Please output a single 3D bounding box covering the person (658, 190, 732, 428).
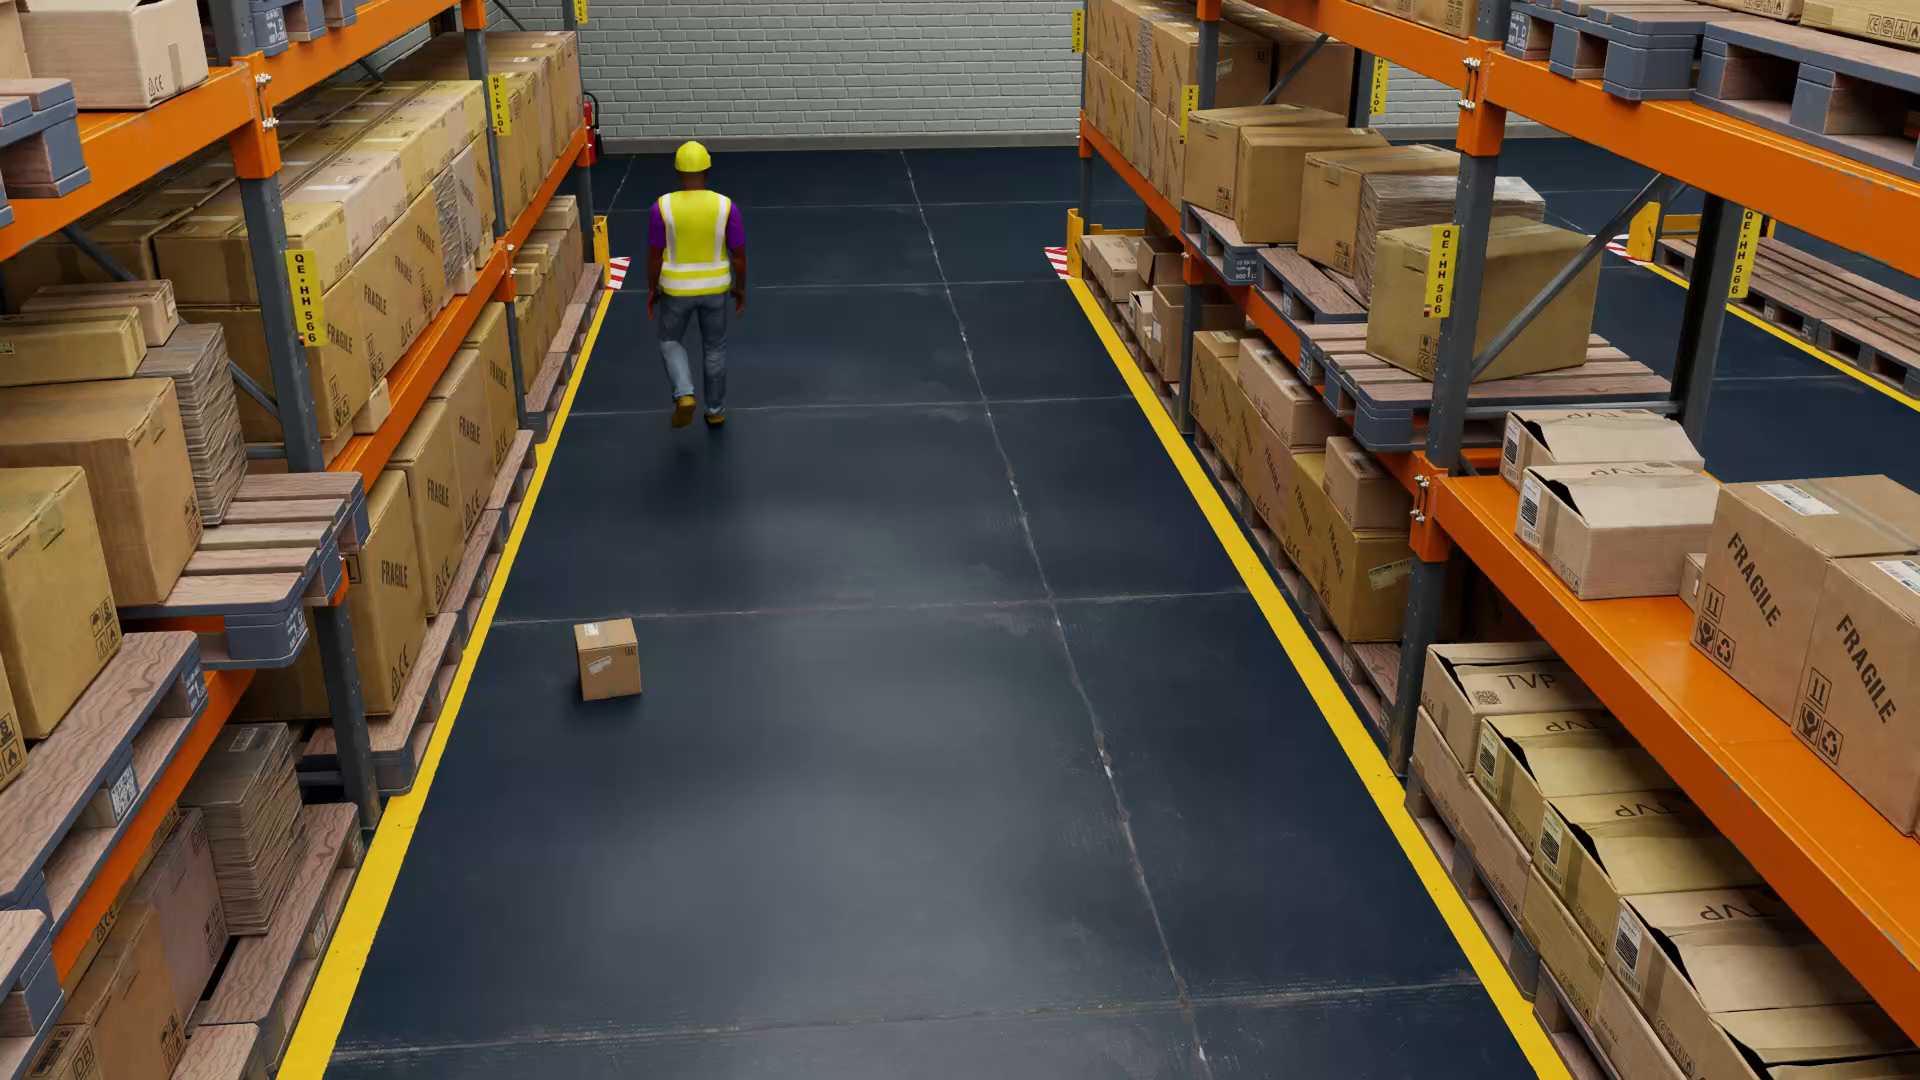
[{"bbox_3d":[7.905,-0.063,4.894,16.315,3.168,15.423,-6,24,-13],"label":"person"}]
